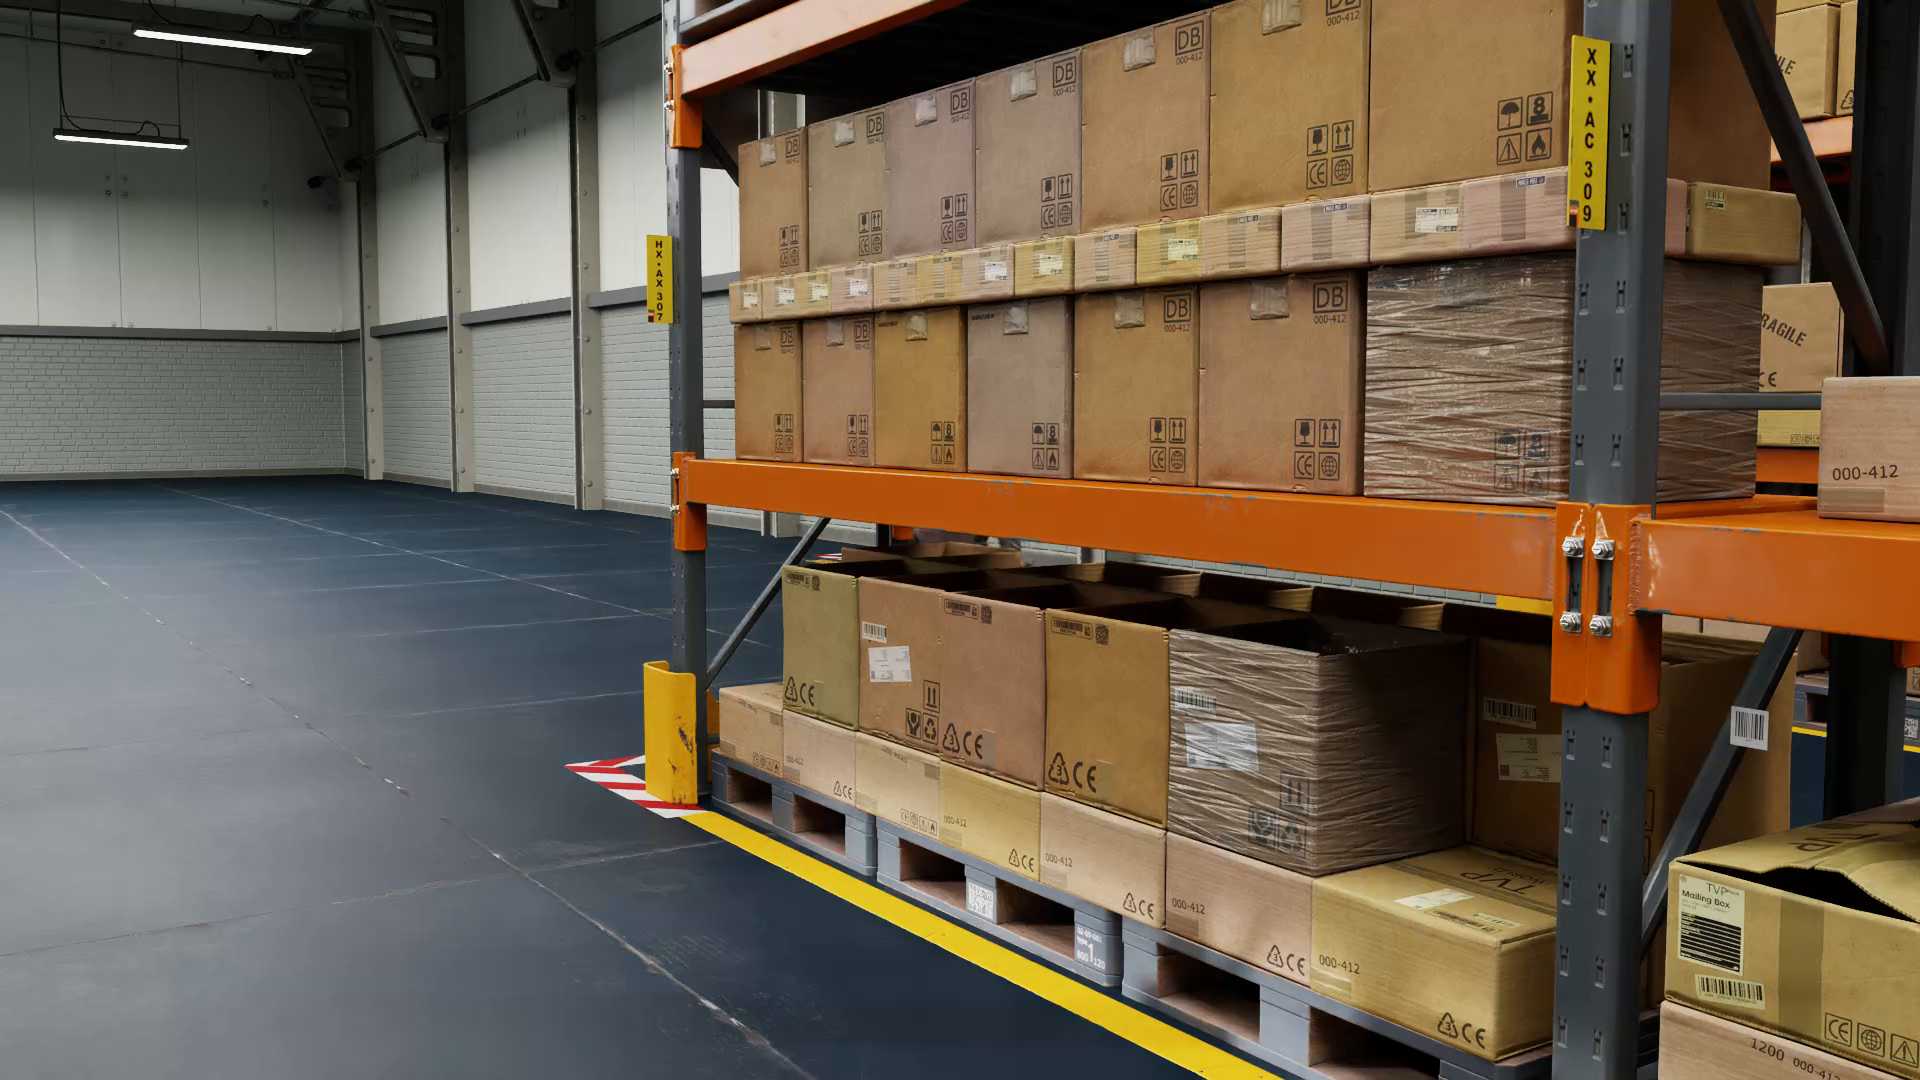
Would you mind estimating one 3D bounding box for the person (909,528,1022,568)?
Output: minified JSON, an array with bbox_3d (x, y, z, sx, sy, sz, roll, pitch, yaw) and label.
[{"bbox_3d":[0.104,0.163,9.548,0.955,1.145,0.462,-3,6,-36],"label":"person"}]
